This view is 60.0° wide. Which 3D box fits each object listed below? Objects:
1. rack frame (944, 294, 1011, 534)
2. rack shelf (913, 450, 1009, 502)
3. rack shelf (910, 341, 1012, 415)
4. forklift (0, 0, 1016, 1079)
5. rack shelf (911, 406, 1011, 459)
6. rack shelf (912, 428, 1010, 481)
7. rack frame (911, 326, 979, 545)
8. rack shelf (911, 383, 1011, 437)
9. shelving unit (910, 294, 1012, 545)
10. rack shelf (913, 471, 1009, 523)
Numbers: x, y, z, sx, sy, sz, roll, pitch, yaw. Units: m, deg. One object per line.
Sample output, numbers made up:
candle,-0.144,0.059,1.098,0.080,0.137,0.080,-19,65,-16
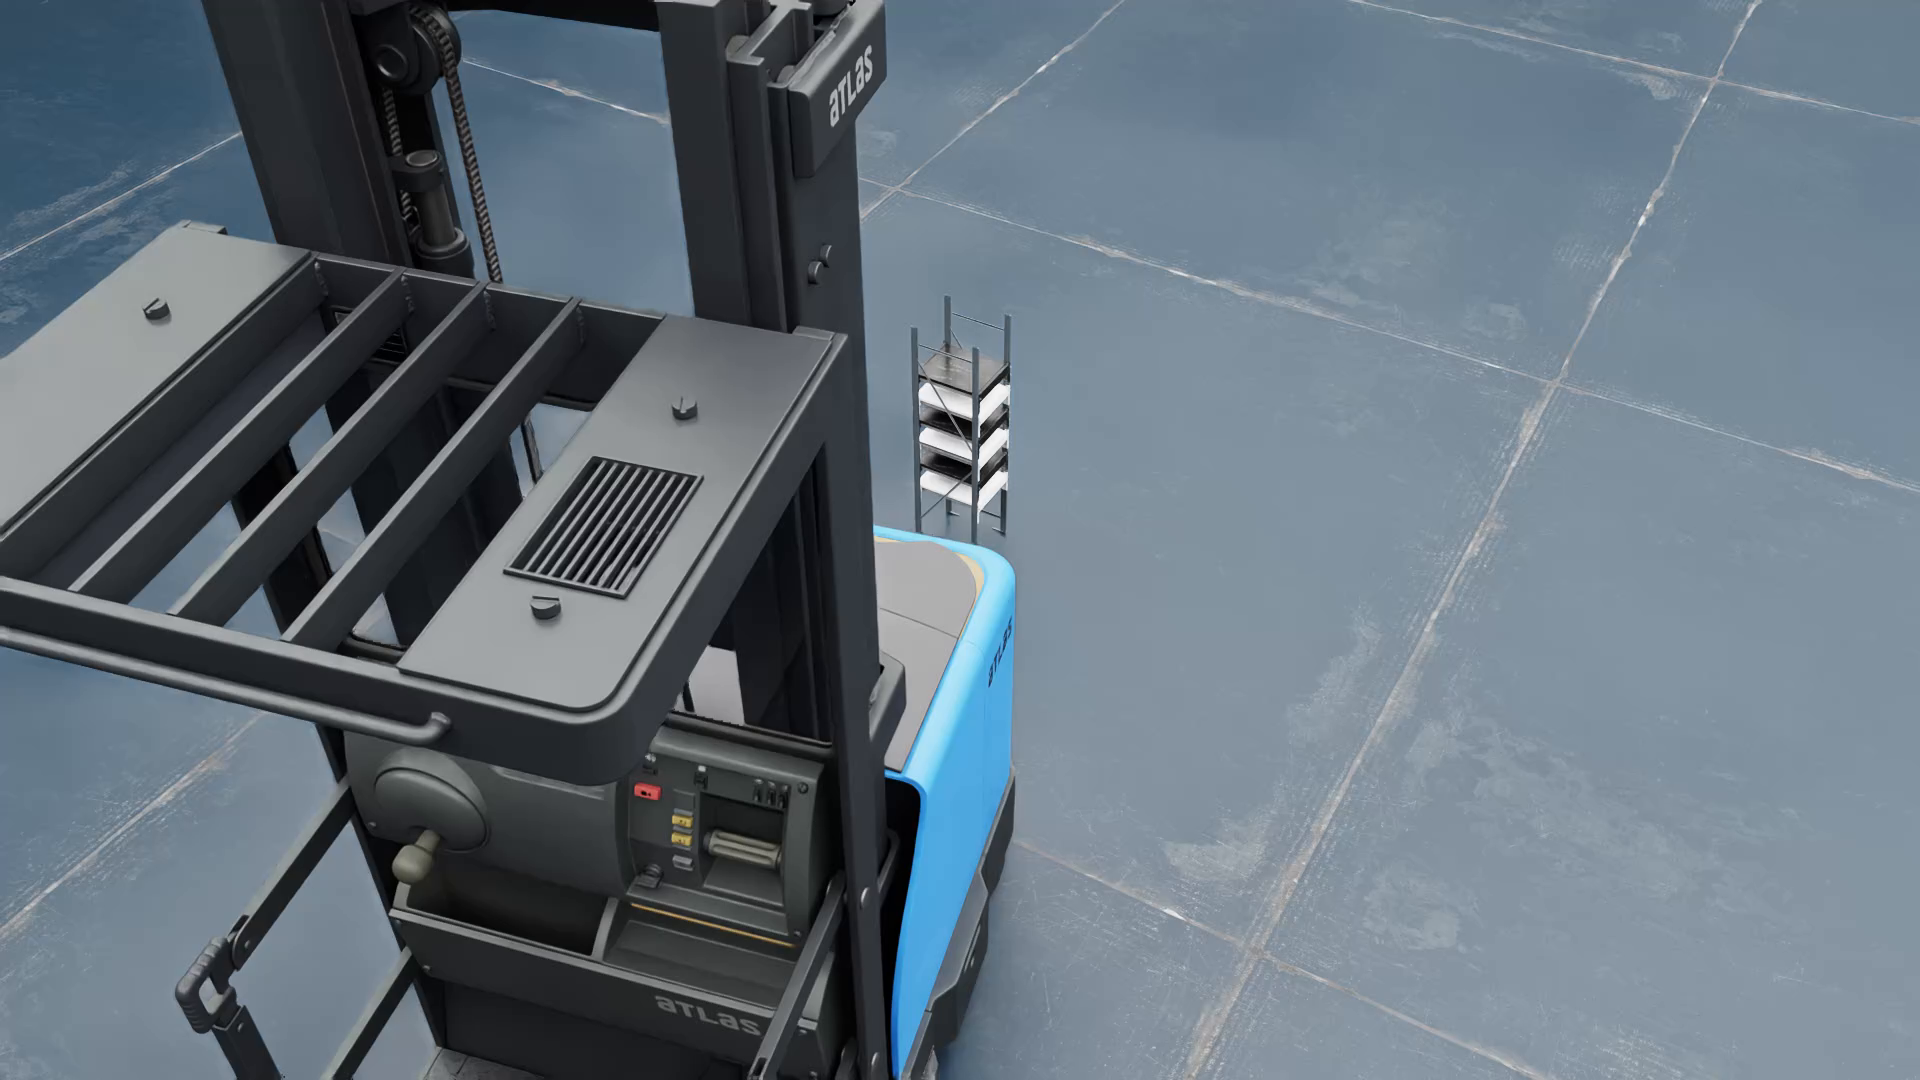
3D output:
rack frame,0.055,-0.401,5.524,0.240,0.900,0.006,21,45,22
rack shelf,0.004,-0.250,5.539,0.258,0.077,0.200,21,45,22
rack shelf,0.004,-0.520,5.301,0.258,0.077,0.200,21,45,22
forklift,-0.760,0.576,2.878,1.130,2.935,3.031,11,43,12
rack shelf,0.004,-0.385,5.420,0.258,0.077,0.200,21,45,22
rack shelf,0.004,-0.317,5.480,0.258,0.077,0.200,21,45,22
rack frame,-0.047,-0.284,5.392,0.240,0.900,0.006,21,45,22
rack shelf,0.004,-0.452,5.361,0.258,0.077,0.200,21,45,22
shelving unit,0.004,-0.342,5.458,0.258,0.900,0.210,21,45,22
rack shelf,0.004,-0.182,5.599,0.258,0.077,0.200,21,45,22
